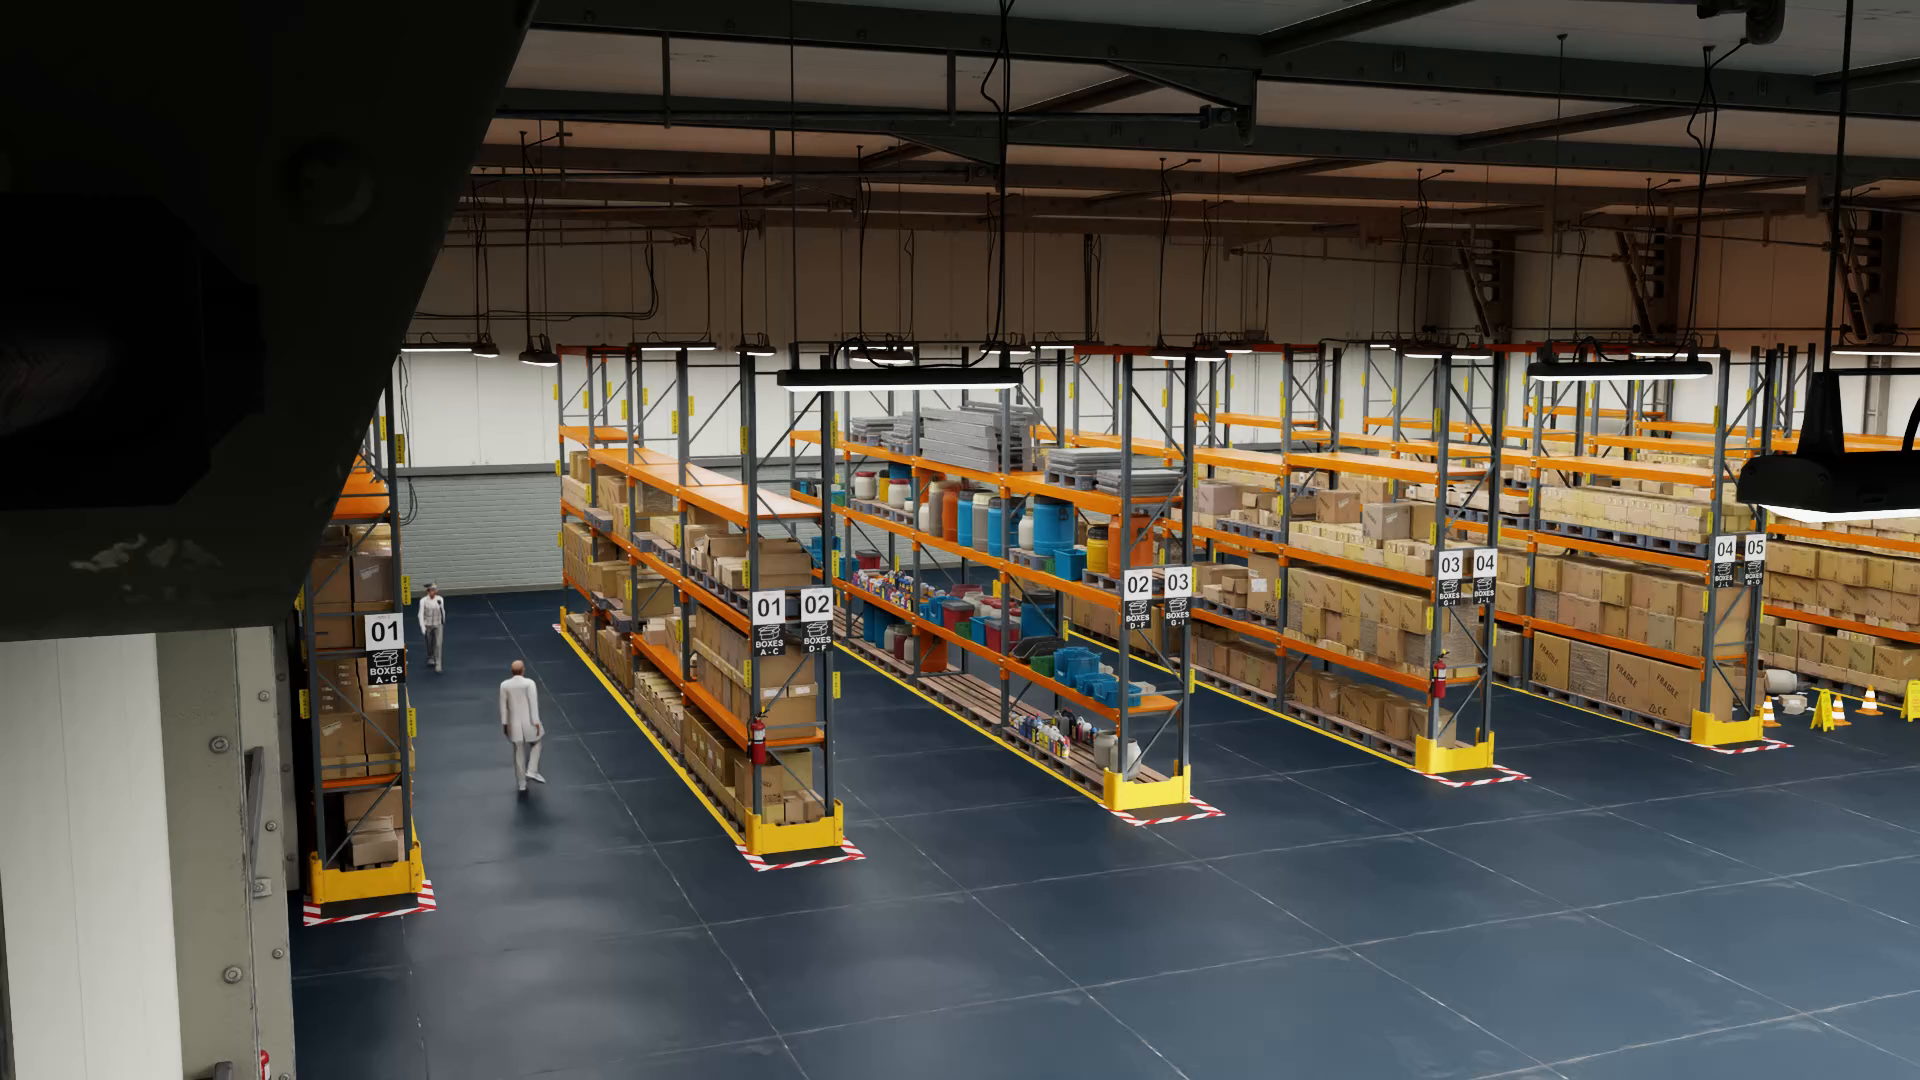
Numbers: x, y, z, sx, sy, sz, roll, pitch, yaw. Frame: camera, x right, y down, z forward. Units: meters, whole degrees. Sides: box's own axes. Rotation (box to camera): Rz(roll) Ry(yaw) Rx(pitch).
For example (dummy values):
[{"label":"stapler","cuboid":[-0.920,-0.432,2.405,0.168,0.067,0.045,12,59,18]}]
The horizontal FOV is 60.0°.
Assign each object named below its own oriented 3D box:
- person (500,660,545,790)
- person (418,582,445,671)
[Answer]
[{"label":"person","cuboid":[-6.043,2.562,22.917,0.591,1.710,0.551,-1,7,-8]},{"label":"person","cuboid":[-9.821,1.576,30.920,0.481,1.615,1.034,-2,8,-18]}]
